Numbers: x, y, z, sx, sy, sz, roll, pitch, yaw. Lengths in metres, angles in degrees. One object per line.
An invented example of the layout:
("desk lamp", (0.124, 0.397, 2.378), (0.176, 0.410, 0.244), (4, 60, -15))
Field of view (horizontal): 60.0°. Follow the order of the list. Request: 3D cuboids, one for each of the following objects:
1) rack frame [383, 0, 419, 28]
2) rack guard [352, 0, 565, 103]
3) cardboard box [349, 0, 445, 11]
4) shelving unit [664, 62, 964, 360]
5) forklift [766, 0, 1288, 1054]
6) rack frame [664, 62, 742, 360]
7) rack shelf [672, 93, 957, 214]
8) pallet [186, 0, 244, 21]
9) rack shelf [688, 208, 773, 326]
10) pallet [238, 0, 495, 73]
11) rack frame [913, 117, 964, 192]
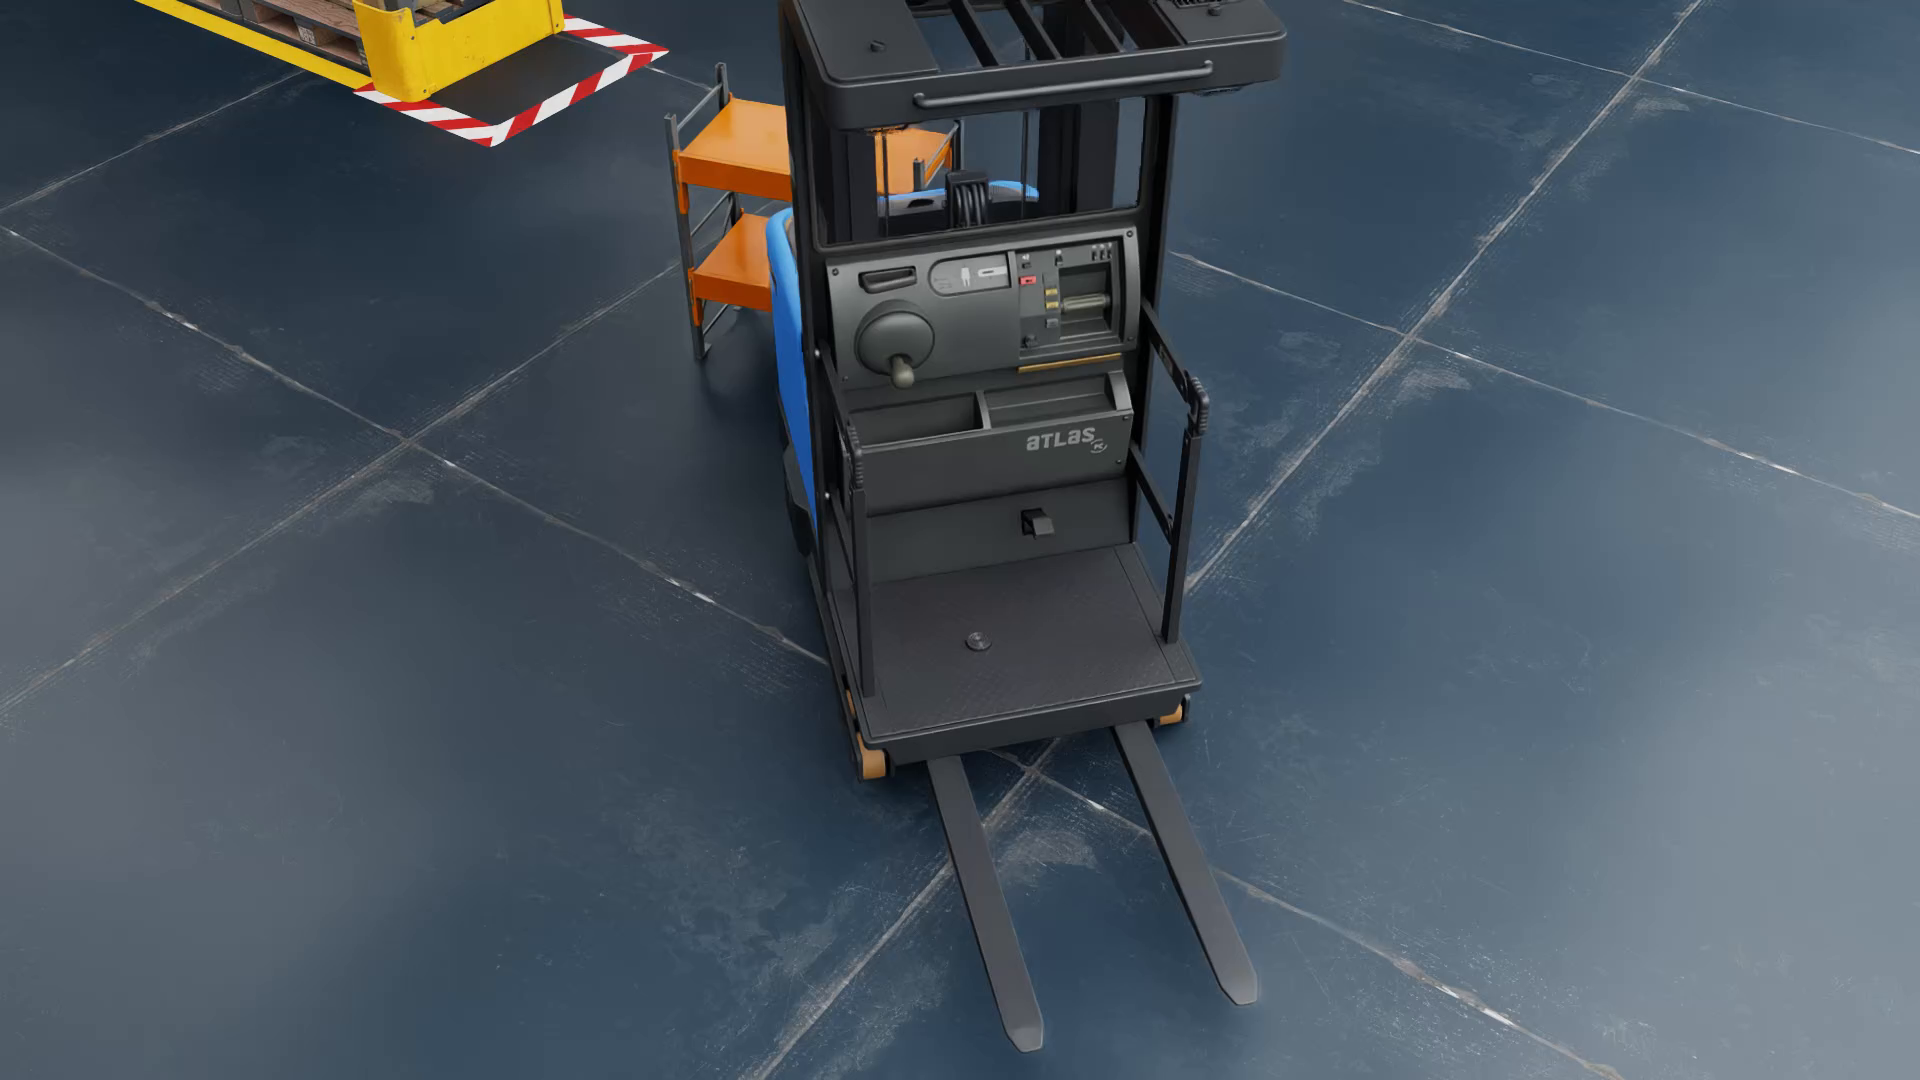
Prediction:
("rack frame", (-2.652, -3.784, 8.229), (0.127, 3.000, 1.000), (25, 48, 25))
("rack guard", (-2.714, -2.881, 9.095), (0.348, 0.500, 1.175), (25, 48, 25))
("cardboard box", (-3.154, -3.257, 9.200), (0.500, 0.500, 0.500), (-33, 51, -31))
("shelving unit", (-0.560, -1.241, 6.794), (1.048, 1.125, 0.538), (13, 43, 14))
("forklift", (0.130, -0.602, 4.725), (1.130, 2.935, 3.031), (-9, 43, -10))
("rack frame", (-1.041, -1.352, 6.917), (0.032, 1.125, 0.500), (13, 43, 14))
("rack shelf", (-0.560, -1.460, 6.599), (1.000, 0.278, 0.538), (13, 43, 14))
("pallet", (-4.354, -3.571, 10.083), (1.213, 0.211, 1.003), (25, 48, 25))
("rack shelf", (-0.560, -1.059, 6.957), (1.000, 0.278, 0.538), (13, 43, 14))
("pallet", (-3.359, -3.104, 9.560), (1.213, 0.211, 1.003), (25, 48, 25))
("rack frame", (-0.079, -1.131, 6.671), (0.032, 1.125, 0.500), (13, 43, 14))
